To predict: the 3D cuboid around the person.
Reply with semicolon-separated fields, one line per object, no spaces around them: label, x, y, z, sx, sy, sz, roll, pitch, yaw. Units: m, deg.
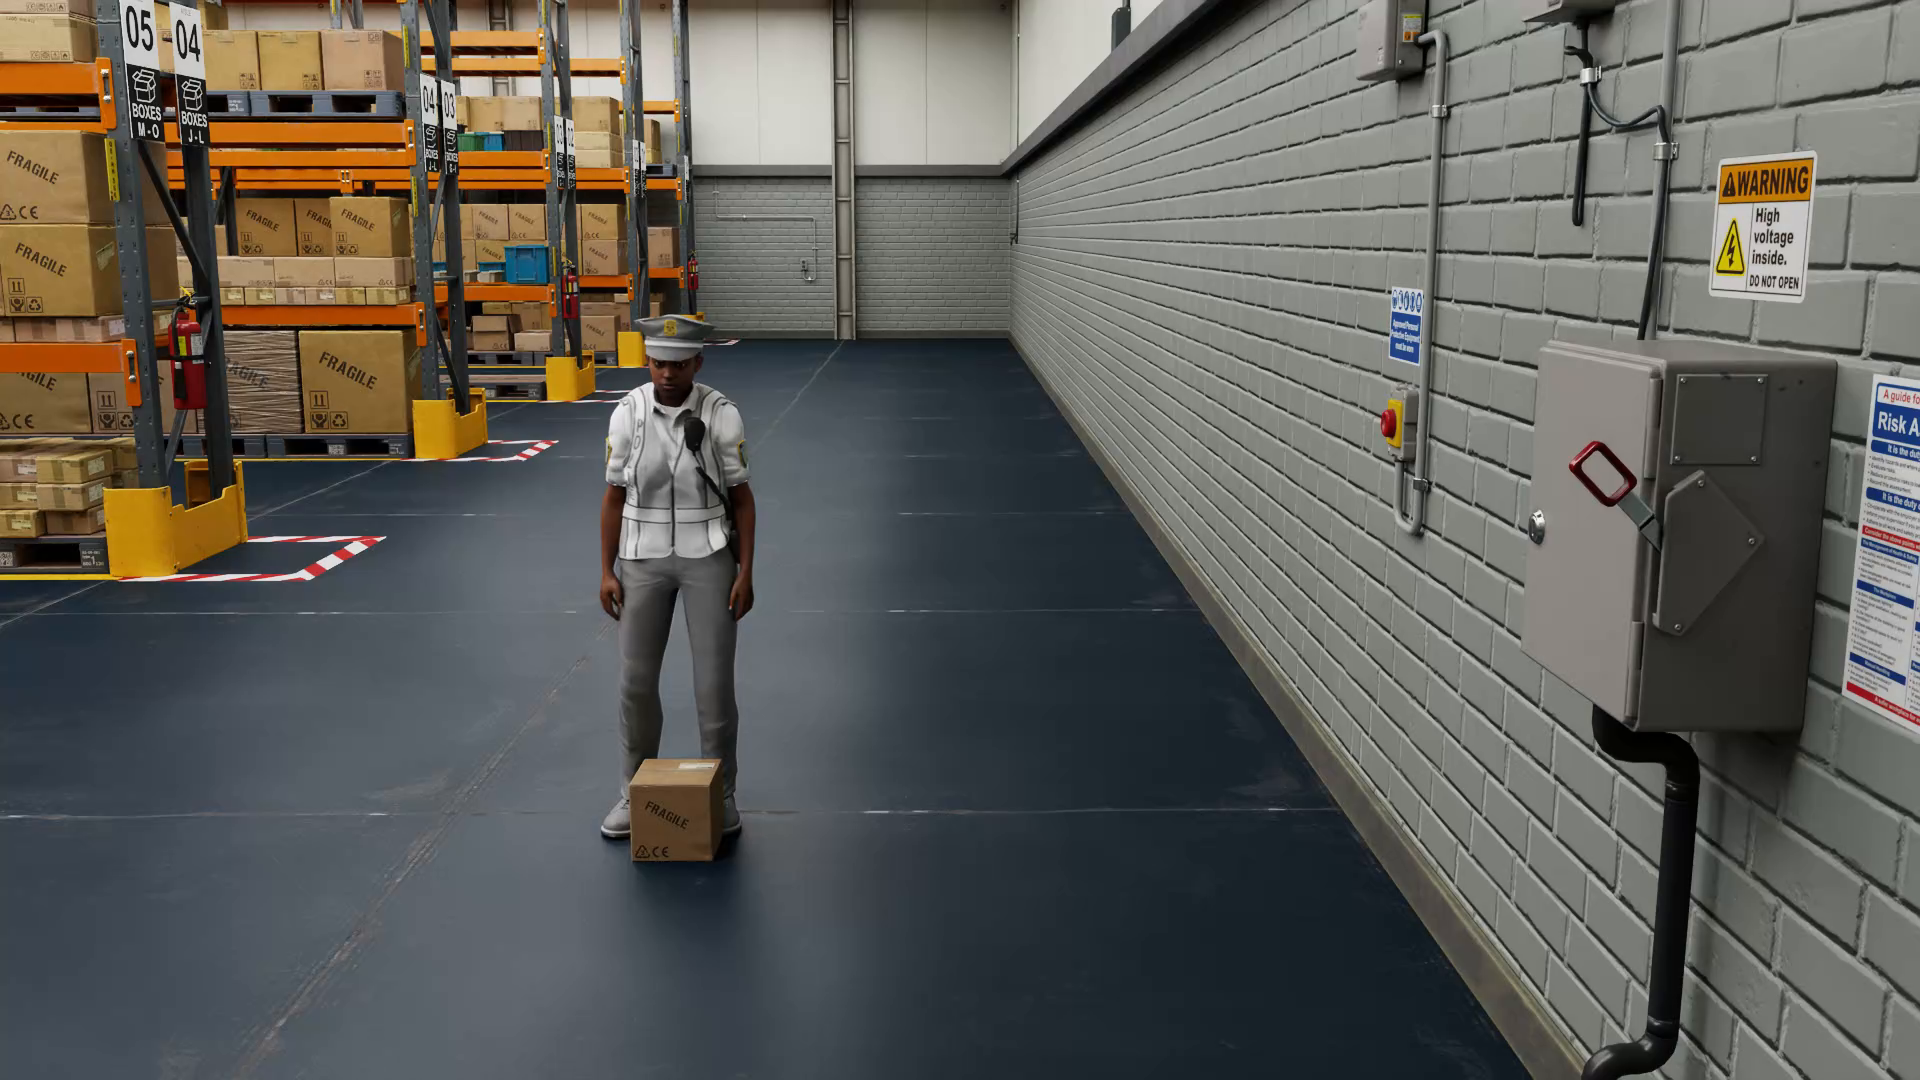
person;-0.906;0.111;5.320;0.505;1.659;0.392;0;10;-1
